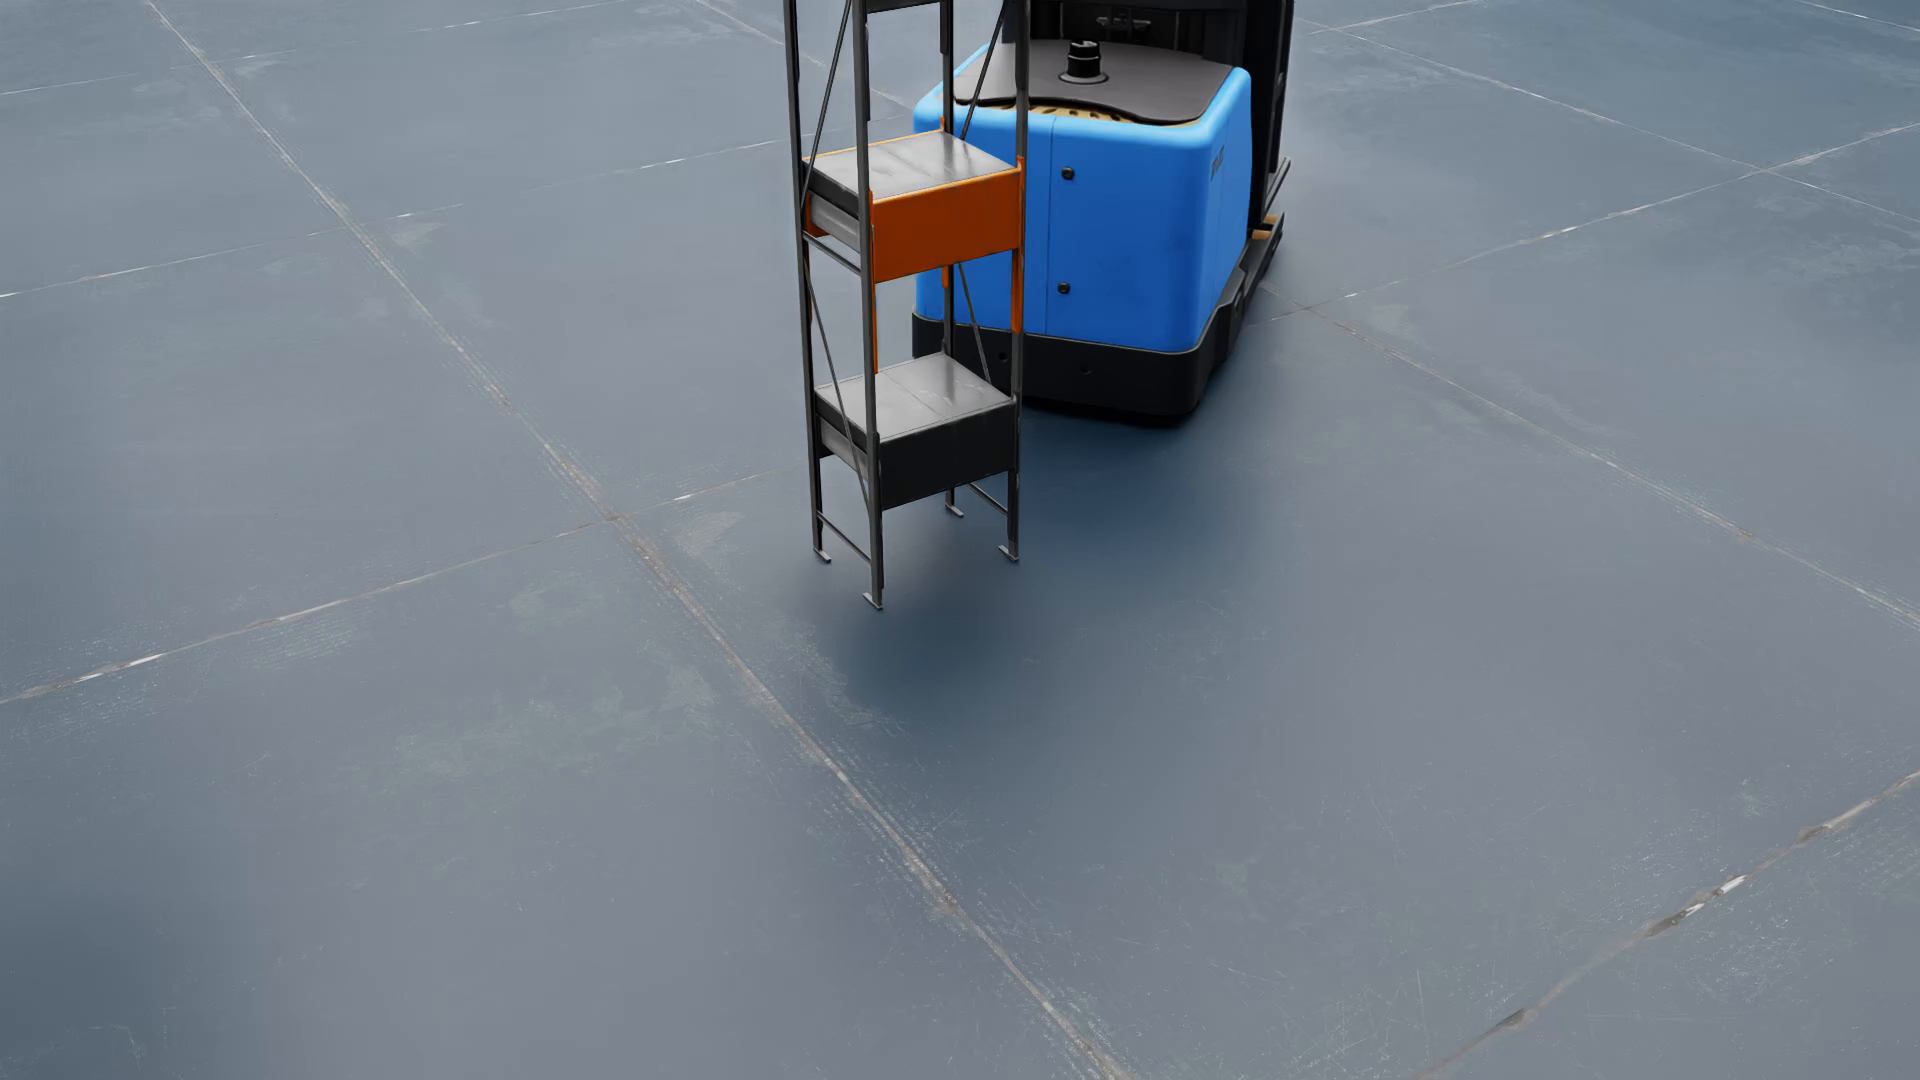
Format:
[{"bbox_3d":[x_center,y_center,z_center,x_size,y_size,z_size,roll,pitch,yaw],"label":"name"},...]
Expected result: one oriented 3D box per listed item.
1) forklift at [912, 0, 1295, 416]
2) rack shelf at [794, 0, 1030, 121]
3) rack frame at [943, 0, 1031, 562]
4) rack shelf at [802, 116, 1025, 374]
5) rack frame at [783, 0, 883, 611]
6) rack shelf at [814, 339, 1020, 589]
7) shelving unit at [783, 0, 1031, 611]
[{"bbox_3d":[0.773,-2.450,6.387,1.130,2.935,3.031,10,34,15],"label":"forklift"},{"bbox_3d":[-0.139,-1.421,4.248,0.480,0.518,0.431,-19,37,-27],"label":"rack shelf"},{"bbox_3d":[0.066,-0.911,4.726,0.015,2.100,0.400,-19,37,-27],"label":"rack frame"},{"bbox_3d":[-0.139,-0.829,4.621,0.480,0.518,0.431,-19,37,-27],"label":"rack shelf"},{"bbox_3d":[-0.344,-0.770,4.502,0.015,2.100,0.400,-19,37,-27],"label":"rack frame"},{"bbox_3d":[-0.139,-0.237,4.995,0.480,0.518,0.431,-19,37,-27],"label":"rack shelf"},{"bbox_3d":[-0.139,-0.840,4.614,0.503,2.100,0.431,-19,37,-27],"label":"shelving unit"}]
